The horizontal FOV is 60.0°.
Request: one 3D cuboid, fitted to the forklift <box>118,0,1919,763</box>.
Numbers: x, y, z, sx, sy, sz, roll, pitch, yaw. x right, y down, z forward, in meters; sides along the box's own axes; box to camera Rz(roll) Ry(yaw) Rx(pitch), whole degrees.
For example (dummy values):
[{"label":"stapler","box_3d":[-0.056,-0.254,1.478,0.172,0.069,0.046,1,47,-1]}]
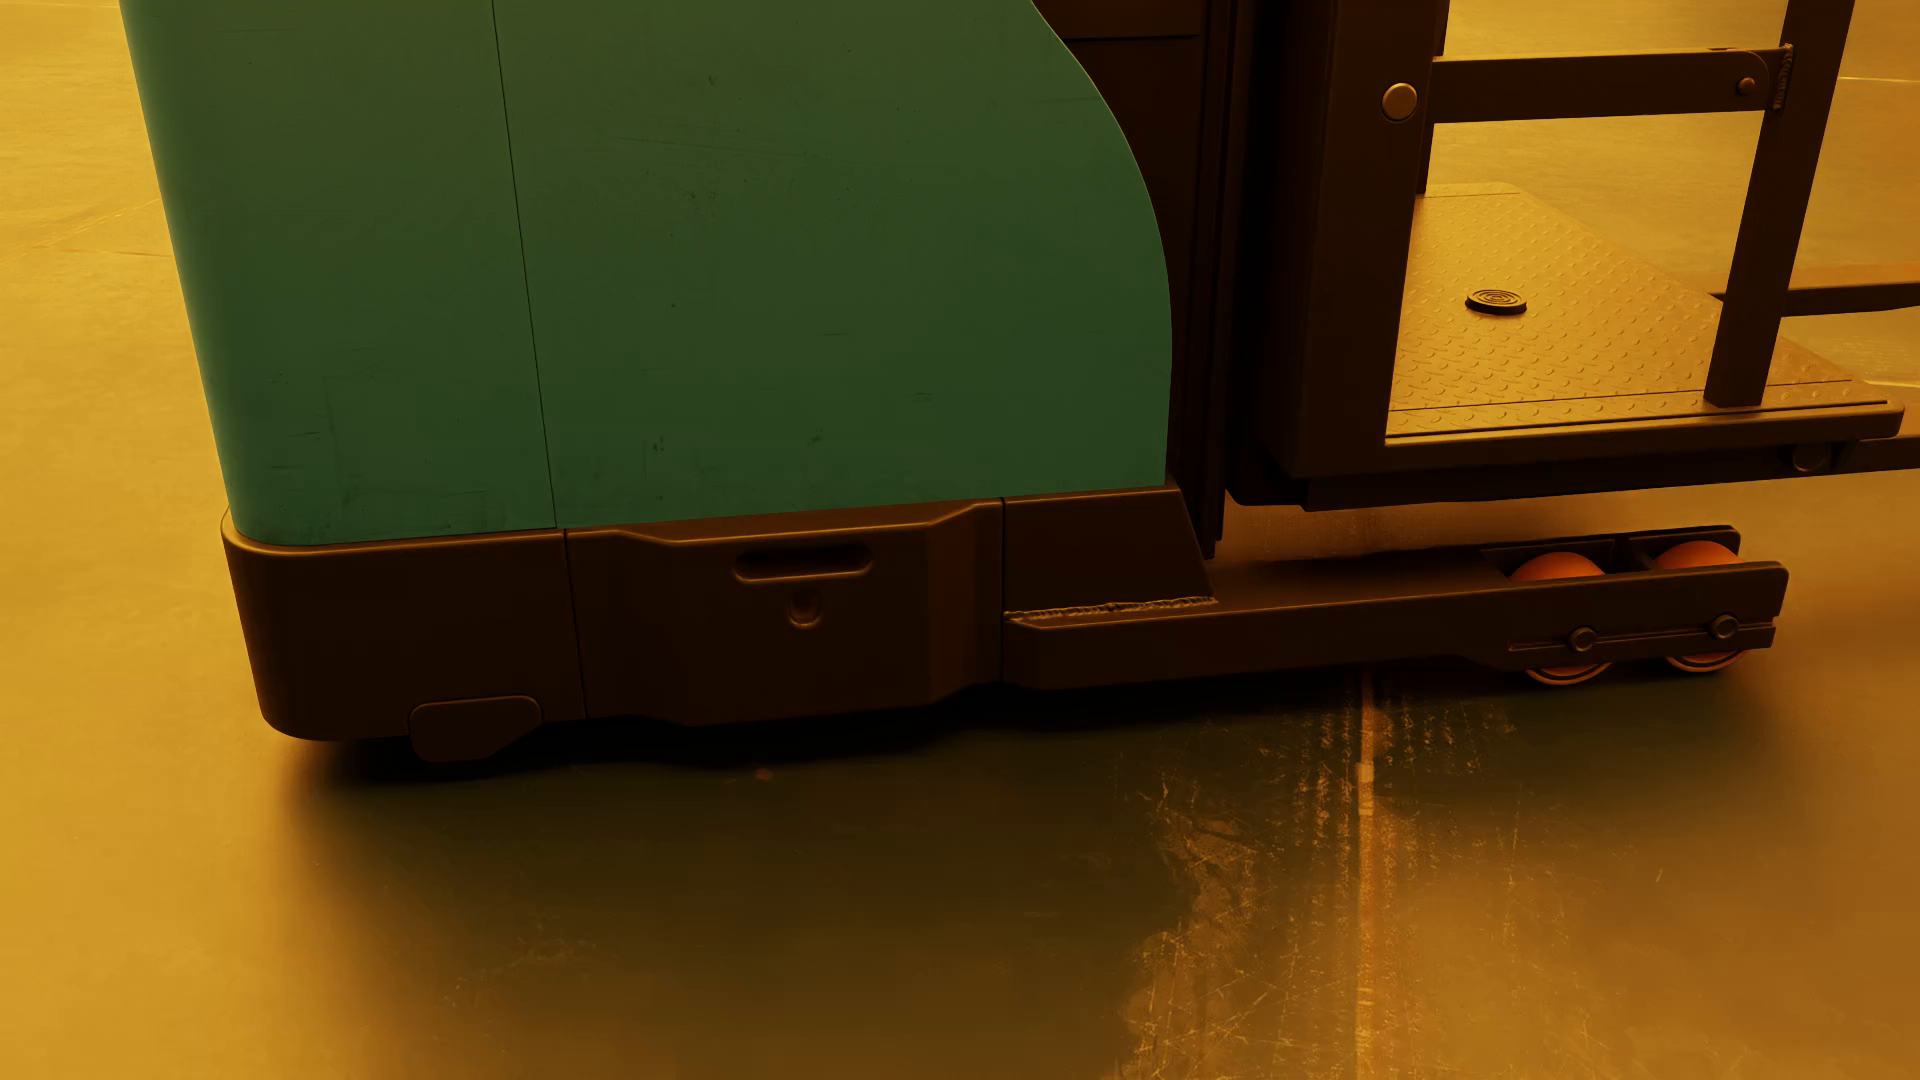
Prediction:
[{"label":"forklift","box_3d":[0.600,-1.354,1.930,3.031,2.935,1.130,-4,27,-9]}]
